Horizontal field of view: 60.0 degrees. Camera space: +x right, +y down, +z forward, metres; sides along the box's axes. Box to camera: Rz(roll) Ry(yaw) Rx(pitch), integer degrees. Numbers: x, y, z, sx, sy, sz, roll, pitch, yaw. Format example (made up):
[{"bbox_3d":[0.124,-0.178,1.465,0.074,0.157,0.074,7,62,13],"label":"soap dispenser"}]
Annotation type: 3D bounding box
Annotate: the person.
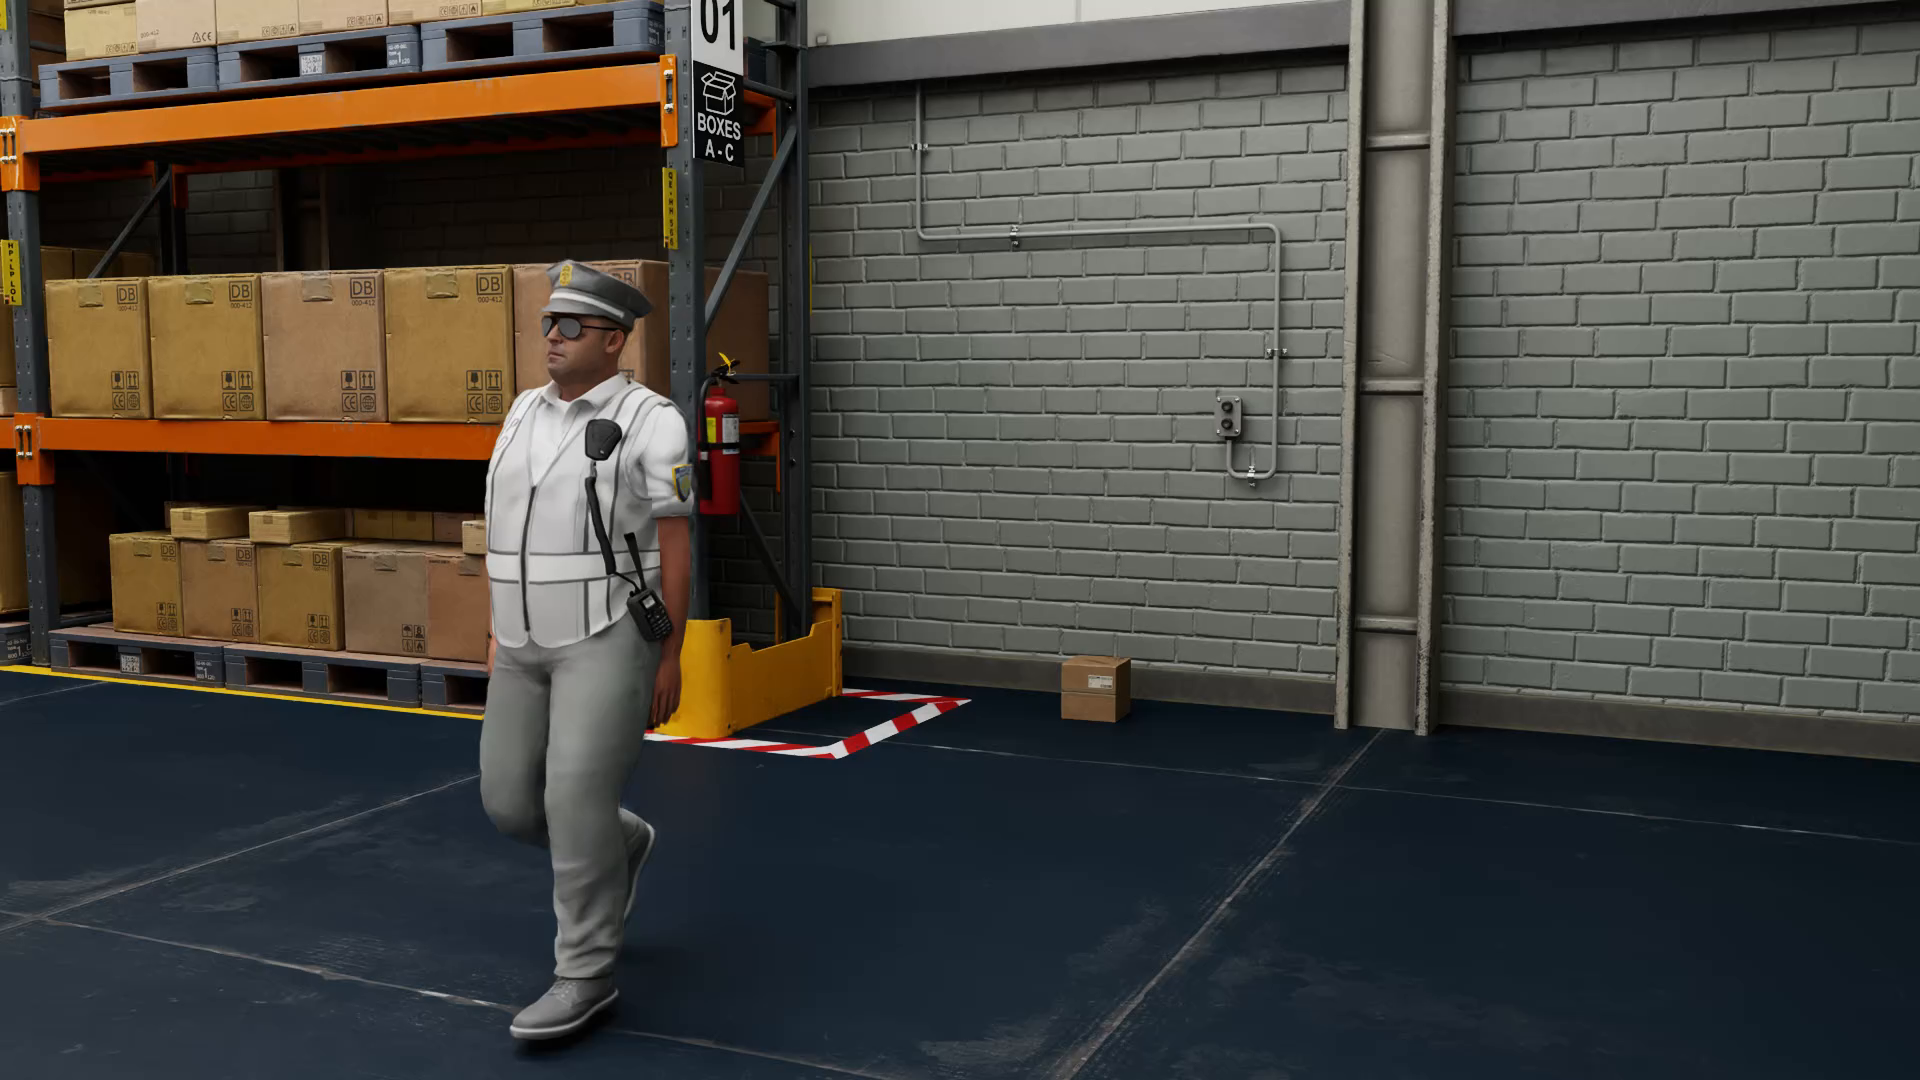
[{"bbox_3d":[-0.894,0.219,3.986,0.538,1.751,0.753,3,6,26],"label":"person"}]
